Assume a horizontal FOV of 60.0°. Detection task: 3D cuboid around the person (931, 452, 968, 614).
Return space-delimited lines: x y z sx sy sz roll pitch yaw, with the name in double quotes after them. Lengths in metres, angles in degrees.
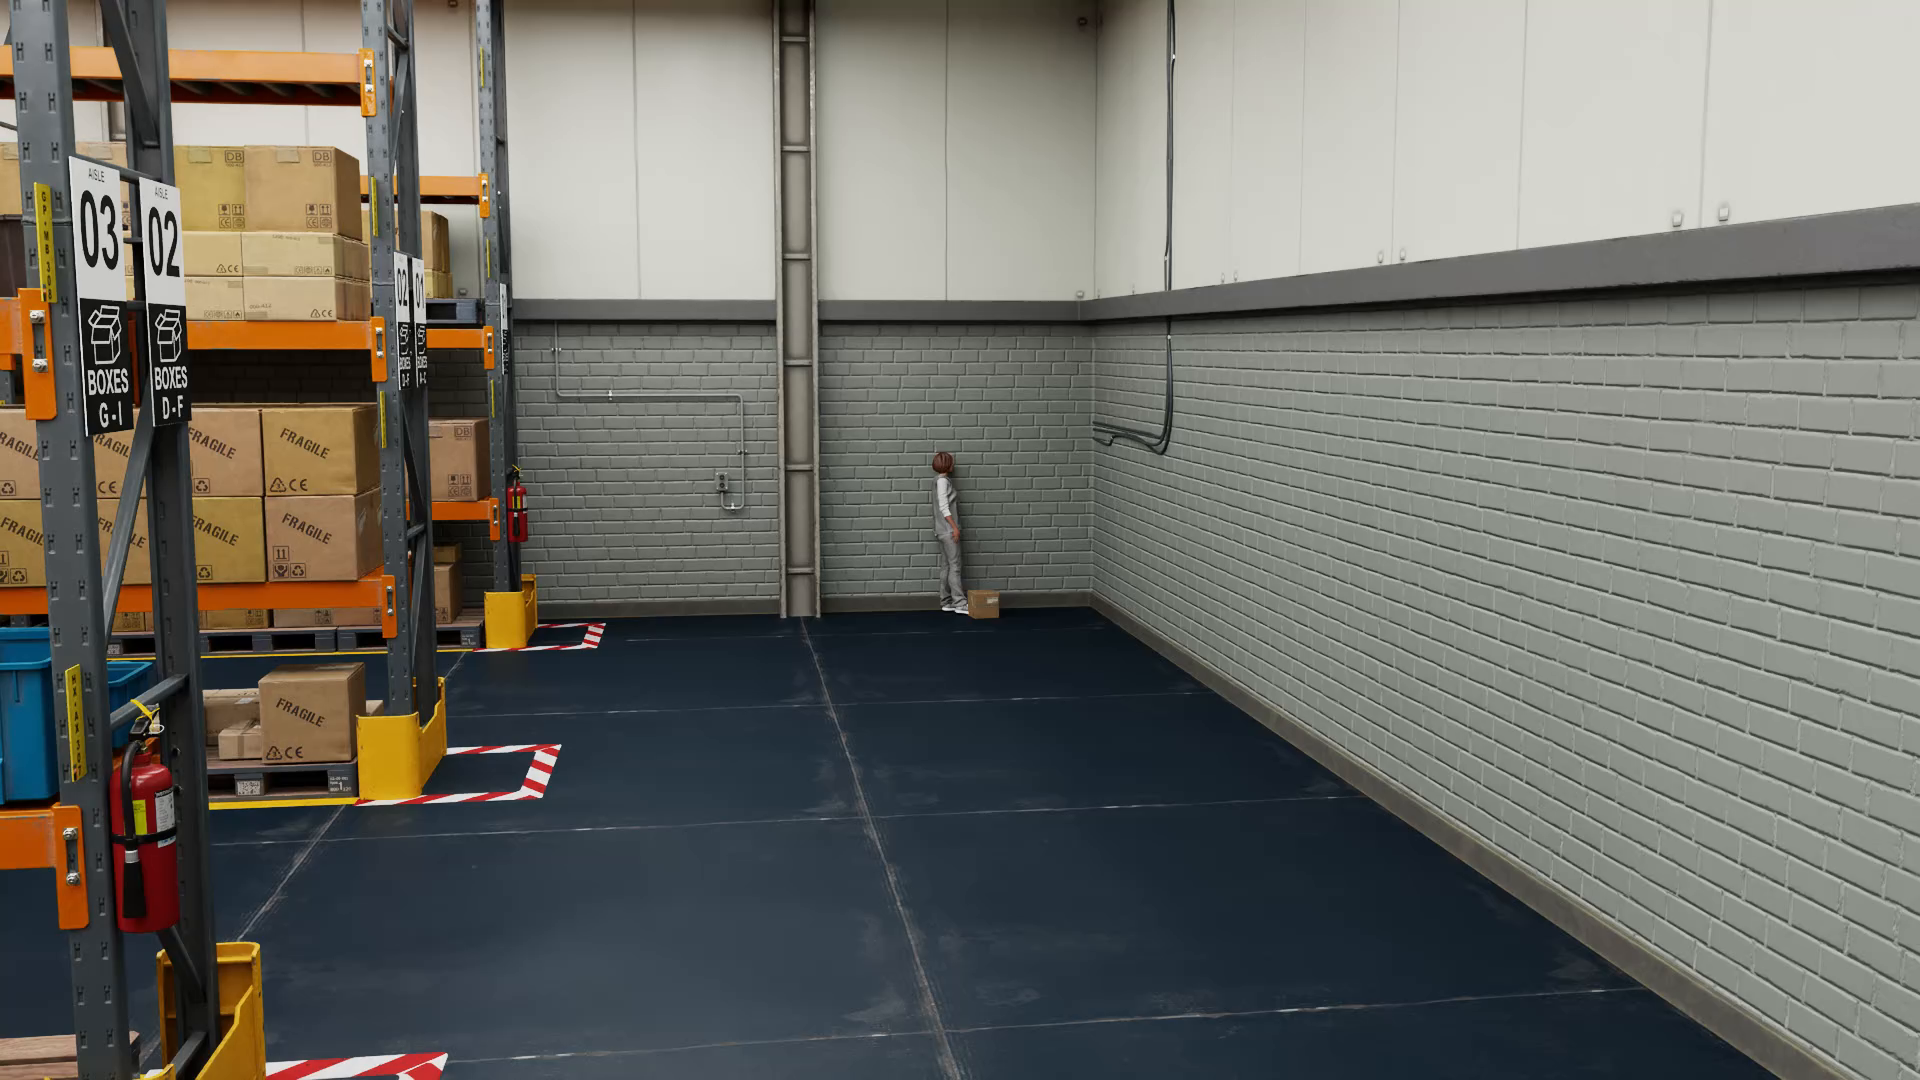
-0.046 -0.078 16.601 0.472 1.599 0.520 -1 7 -9 "person"
